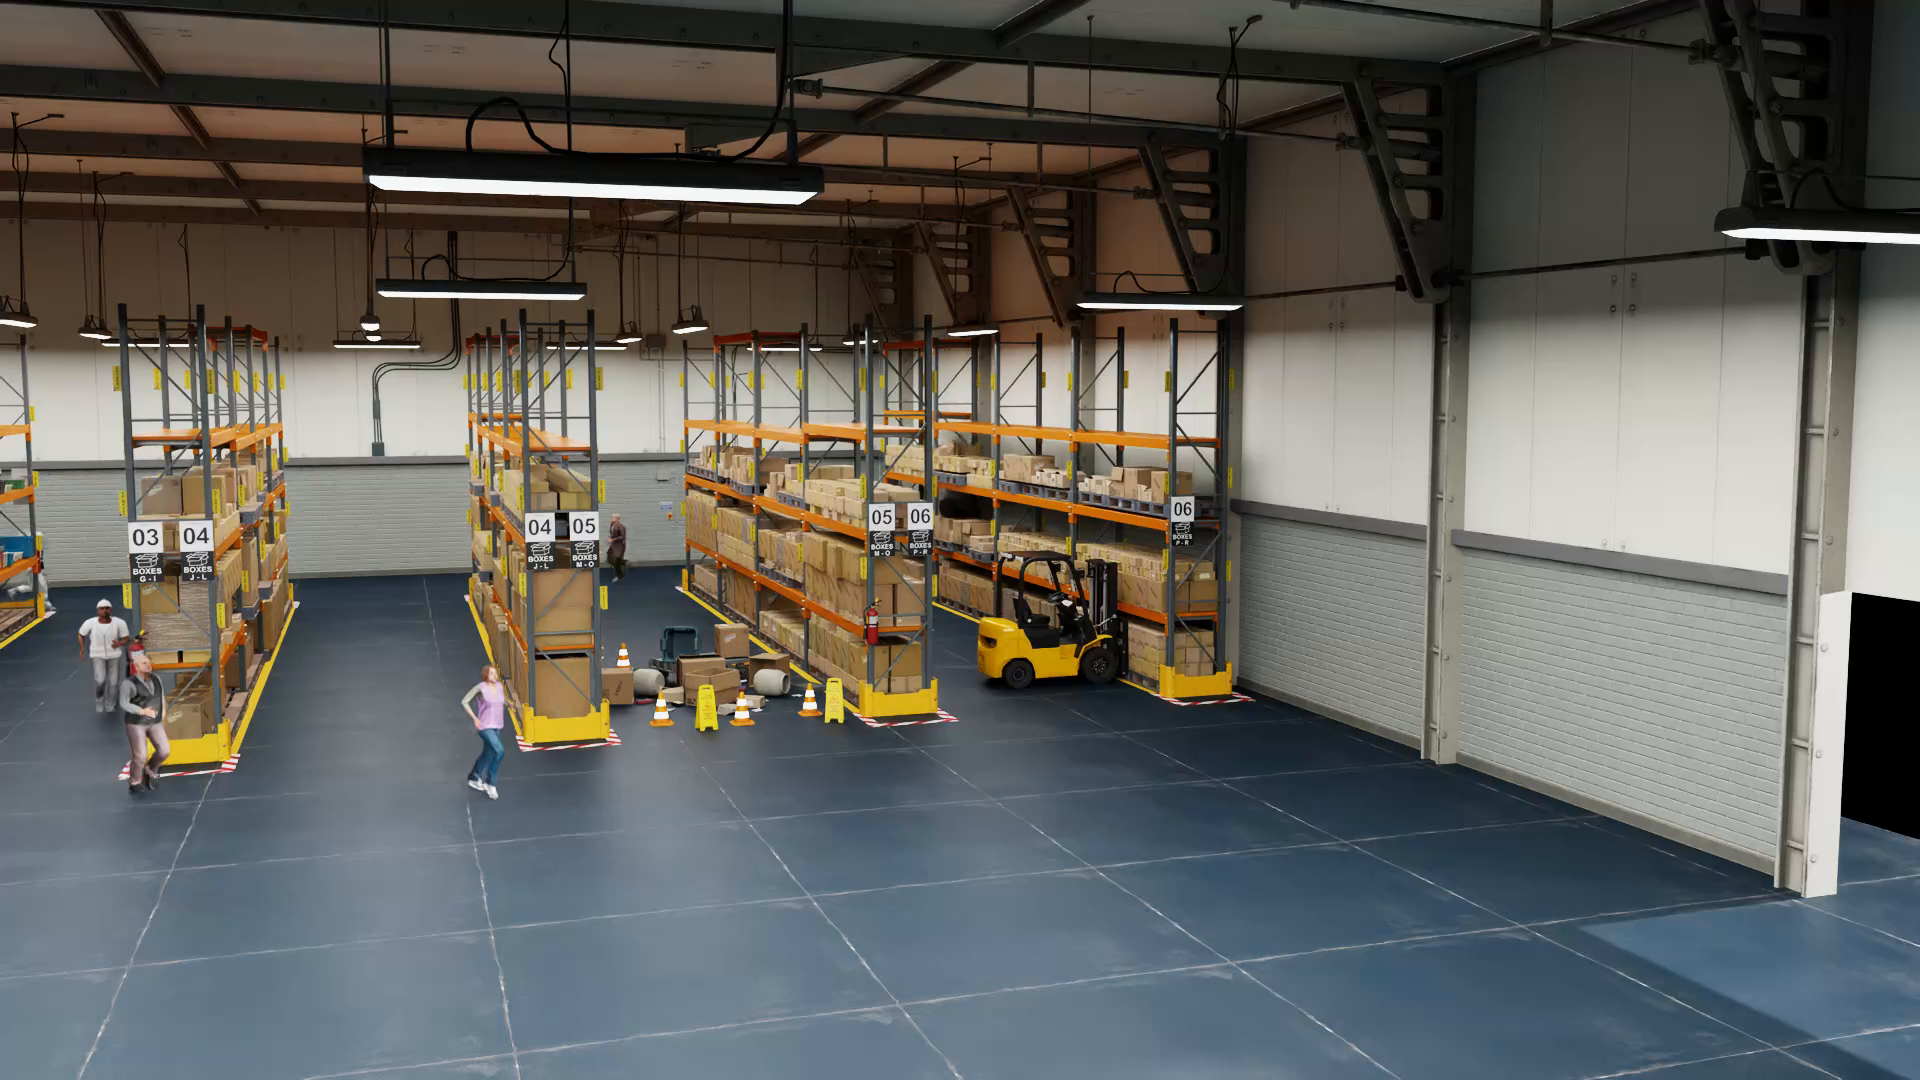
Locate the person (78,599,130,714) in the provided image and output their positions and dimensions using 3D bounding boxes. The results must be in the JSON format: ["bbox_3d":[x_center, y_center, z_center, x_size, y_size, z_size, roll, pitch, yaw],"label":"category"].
[{"bbox_3d":[-12.824,1.758,24.952,0.684,1.726,0.650,-3,6,-31],"label":"person"}]

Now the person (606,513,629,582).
[{"bbox_3d":[-8.650,0.188,41.860,0.718,1.730,0.758,-5,7,-42],"label":"person"}]

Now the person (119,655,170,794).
[{"bbox_3d":[-9.867,2.245,20.223,0.648,1.703,0.683,3,6,30],"label":"person"}]

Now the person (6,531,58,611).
[{"bbox_3d":[-20.364,0.696,36.407,1.018,1.772,0.660,-2,6,-16],"label":"person"}]

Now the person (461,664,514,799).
[{"bbox_3d":[-5.693,2.311,20.161,0.697,1.638,0.506,3,6,28],"label":"person"}]
